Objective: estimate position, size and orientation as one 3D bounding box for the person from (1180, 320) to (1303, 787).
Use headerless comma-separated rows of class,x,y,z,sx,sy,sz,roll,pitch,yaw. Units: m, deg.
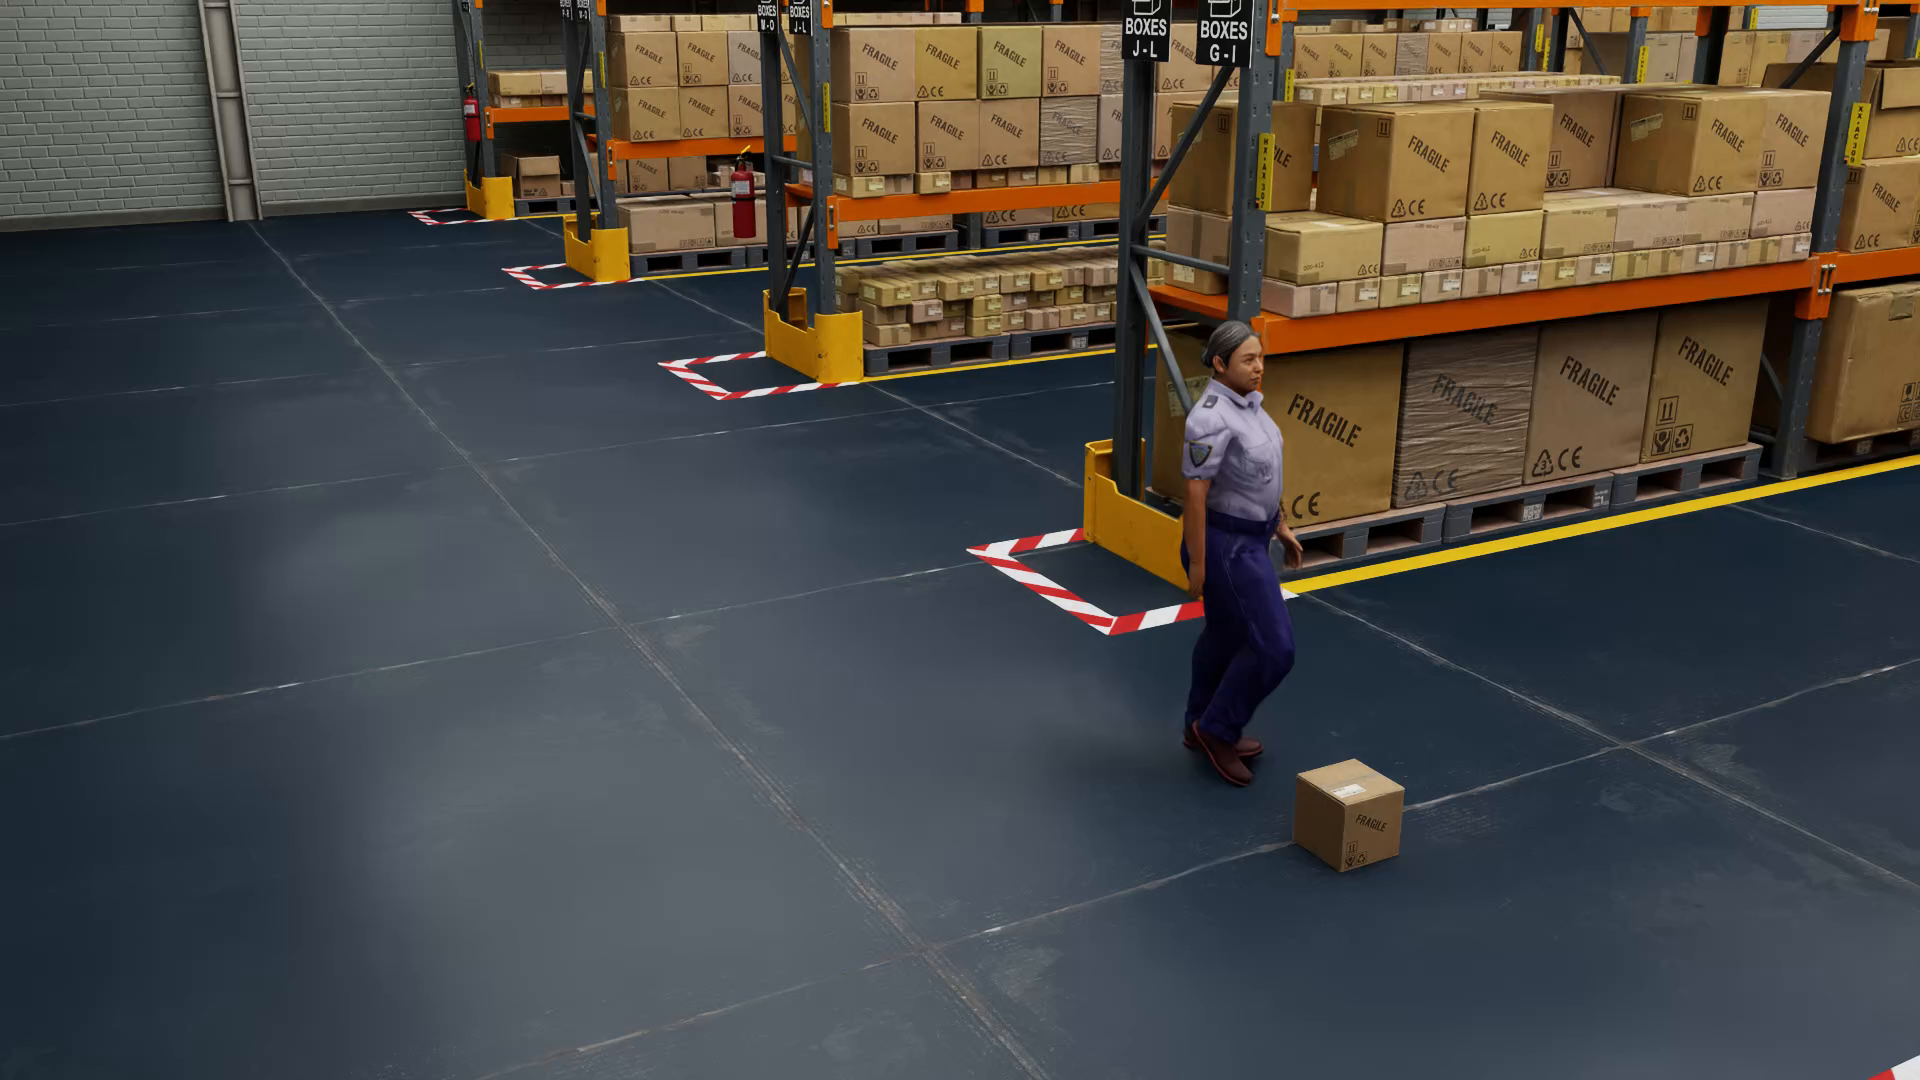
person,1.024,0.060,5.911,0.430,1.659,0.492,7,20,19
